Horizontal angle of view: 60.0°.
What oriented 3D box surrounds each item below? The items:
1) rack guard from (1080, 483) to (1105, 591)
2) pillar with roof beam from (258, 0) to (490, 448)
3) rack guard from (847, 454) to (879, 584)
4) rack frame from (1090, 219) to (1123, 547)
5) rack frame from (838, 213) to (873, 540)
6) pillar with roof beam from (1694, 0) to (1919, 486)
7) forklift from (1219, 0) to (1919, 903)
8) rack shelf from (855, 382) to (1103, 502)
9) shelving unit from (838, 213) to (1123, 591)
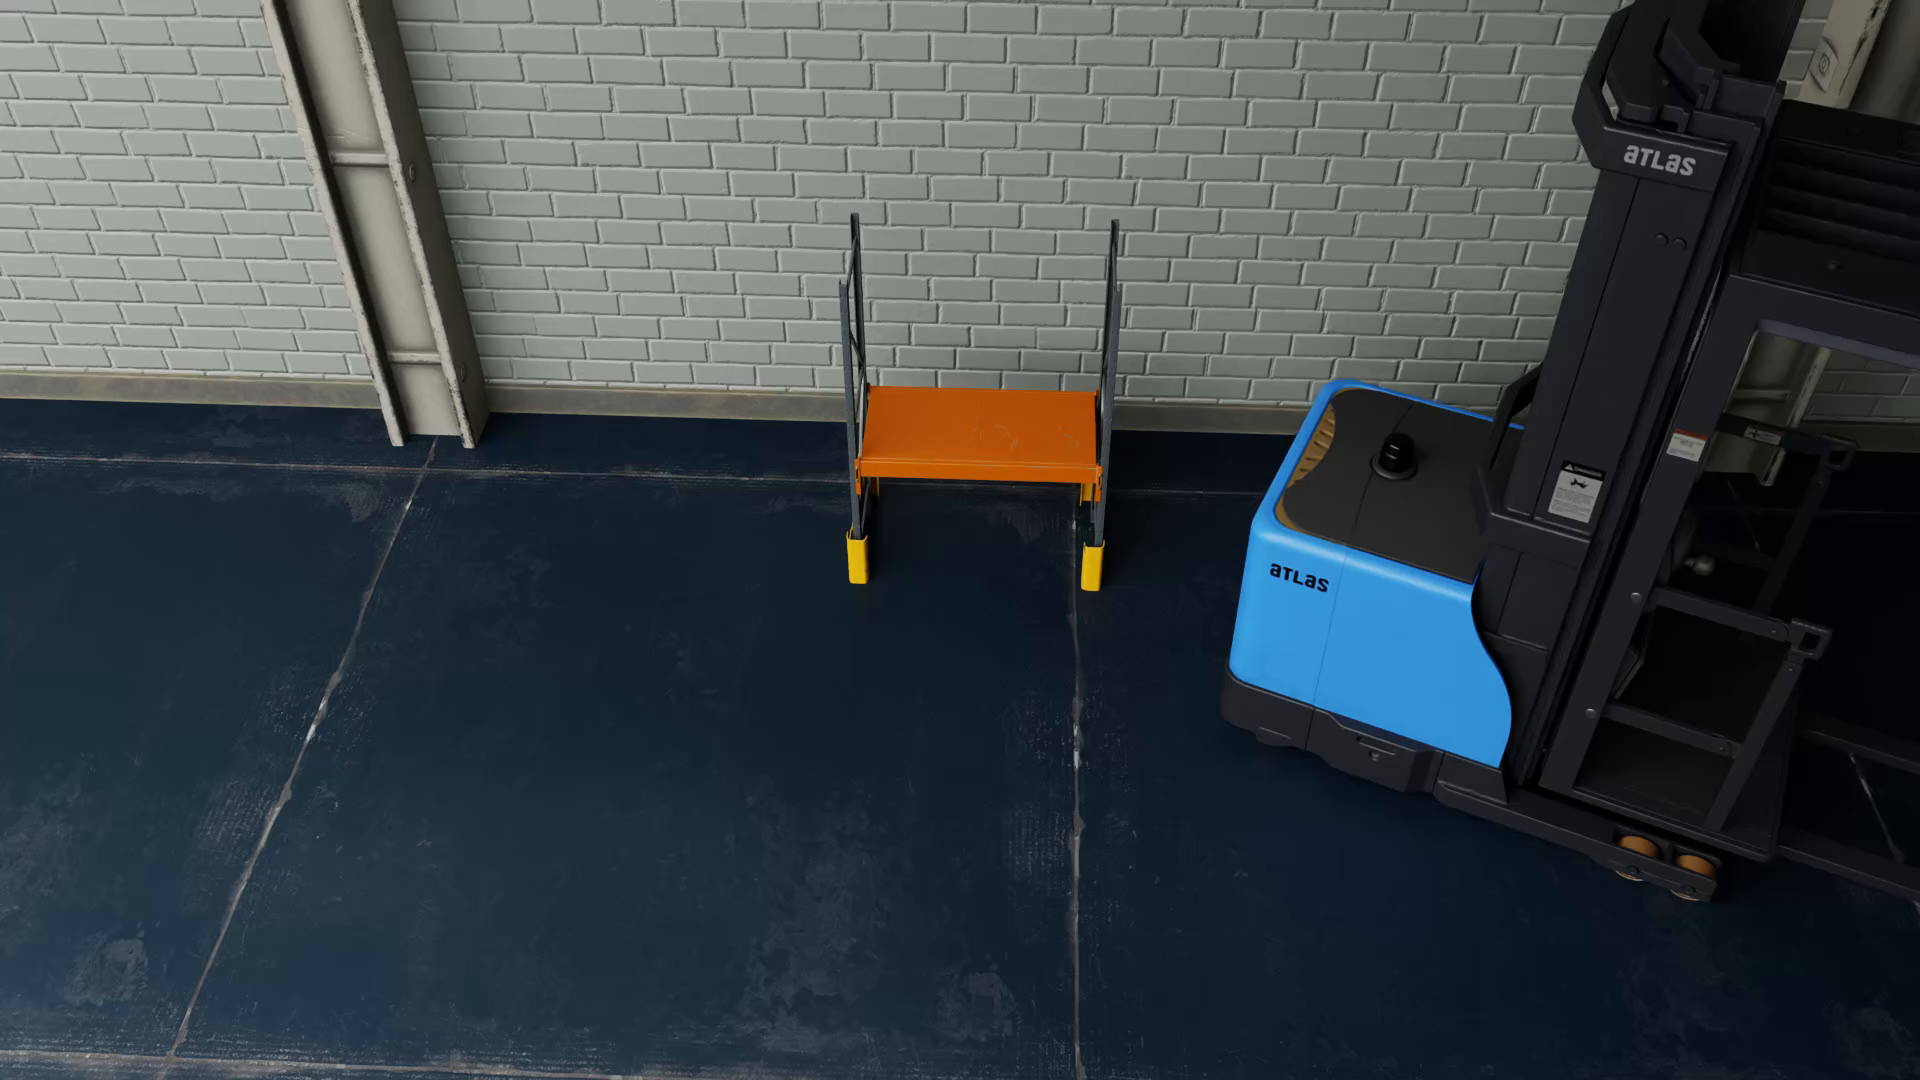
[{"bbox_3d":[0.574,-0.074,7.231,0.087,0.250,0.587,2,43,2],"label":"rack guard"},{"bbox_3d":[-2.658,-0.903,1.703,0.400,9.000,9.100,2,43,2],"label":"pillar with roof beam"},{"bbox_3d":[-0.421,-0.104,7.264,0.087,0.250,0.587,2,43,2],"label":"rack guard"},{"bbox_3d":[0.593,-0.531,6.805,0.032,1.500,0.500,2,43,2],"label":"rack frame"},{"bbox_3d":[-0.423,-0.562,6.838,0.032,1.500,0.500,2,43,2],"label":"rack frame"},{"bbox_3d":[3.336,-0.719,1.505,0.400,9.000,9.100,2,43,2],"label":"pillar with roof beam"},{"bbox_3d":[2.571,-0.201,5.401,3.031,2.935,1.130,18,46,19],"label":"forklift"},{"bbox_3d":[0.085,-0.415,6.944,1.000,0.185,0.538,2,43,2],"label":"rack shelf"},{"bbox_3d":[0.076,-0.546,6.822,1.083,1.500,0.587,2,43,2],"label":"shelving unit"}]
